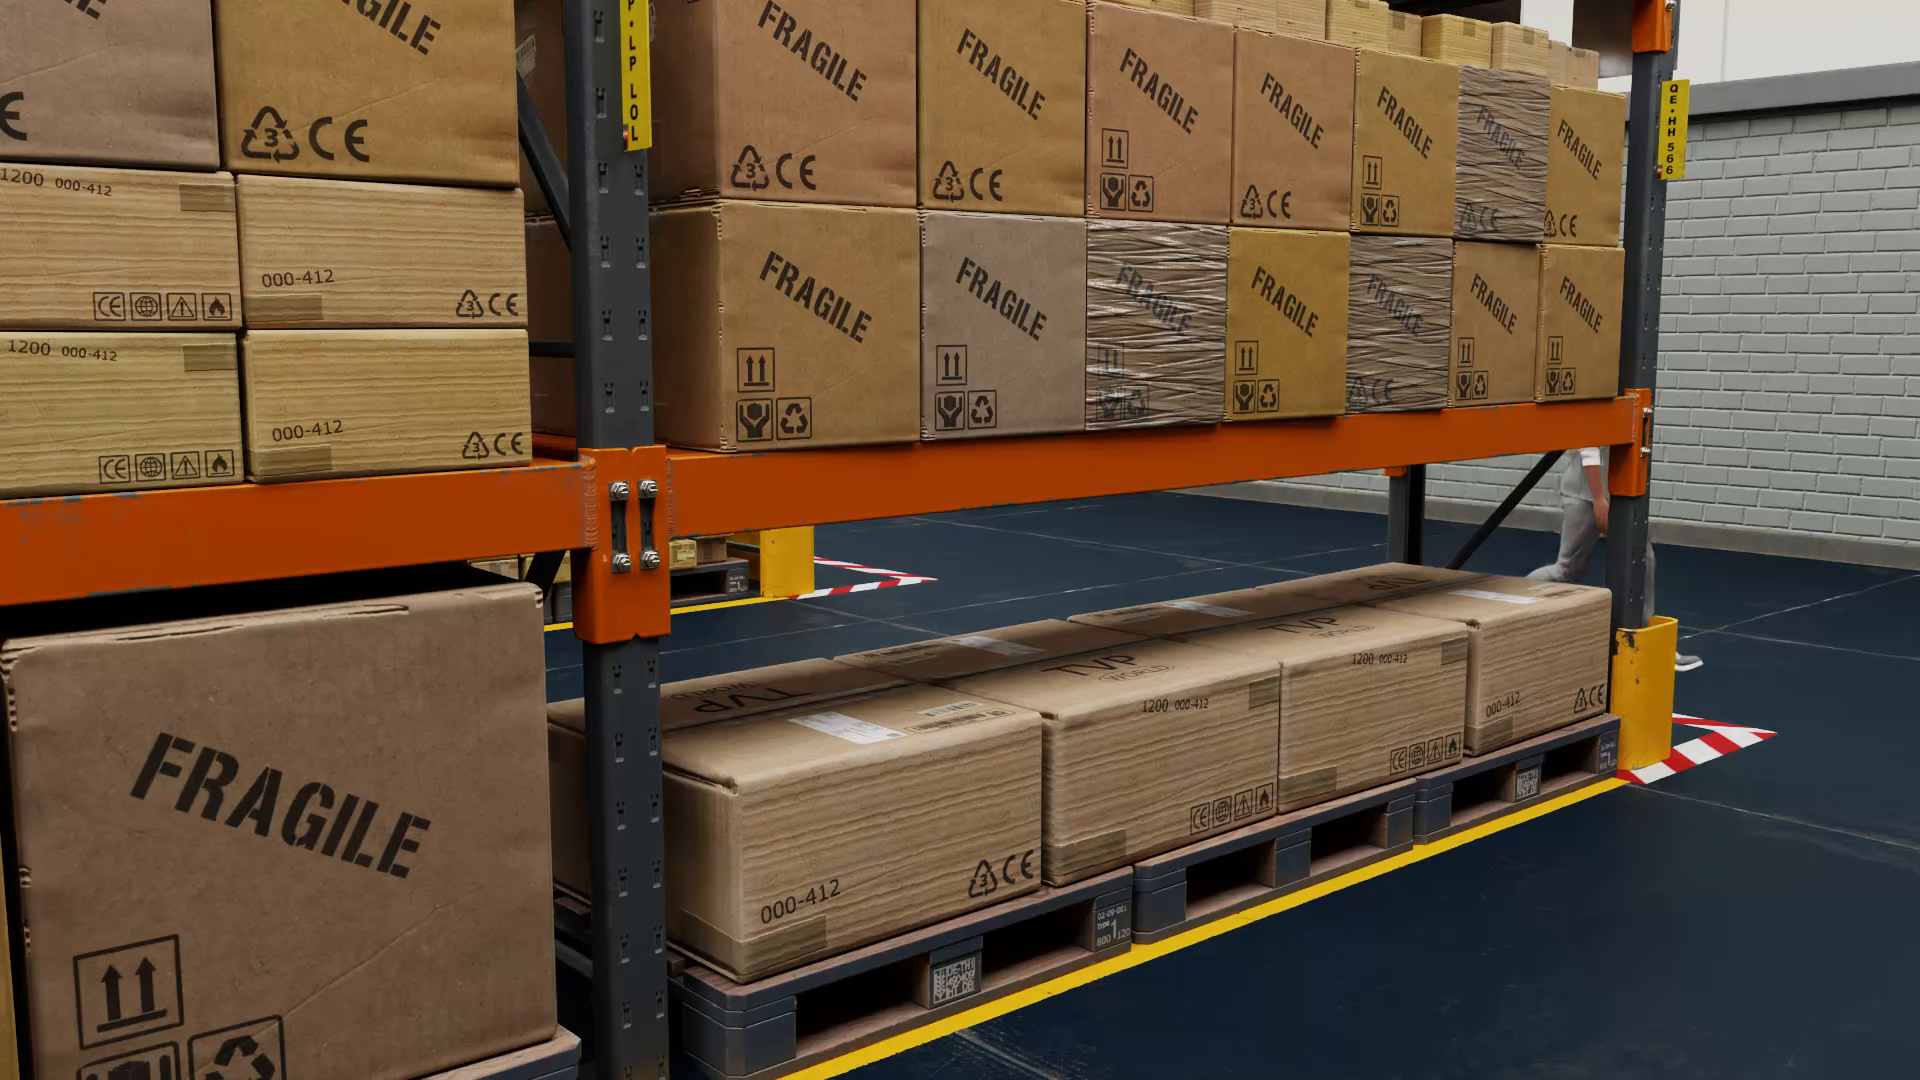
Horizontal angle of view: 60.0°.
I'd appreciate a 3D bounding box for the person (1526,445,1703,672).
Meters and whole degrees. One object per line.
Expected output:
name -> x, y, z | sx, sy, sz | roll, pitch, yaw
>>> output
person -> 2.782, -0.194, 7.287 | 0.920, 1.536, 0.450 | 5, 9, 36
